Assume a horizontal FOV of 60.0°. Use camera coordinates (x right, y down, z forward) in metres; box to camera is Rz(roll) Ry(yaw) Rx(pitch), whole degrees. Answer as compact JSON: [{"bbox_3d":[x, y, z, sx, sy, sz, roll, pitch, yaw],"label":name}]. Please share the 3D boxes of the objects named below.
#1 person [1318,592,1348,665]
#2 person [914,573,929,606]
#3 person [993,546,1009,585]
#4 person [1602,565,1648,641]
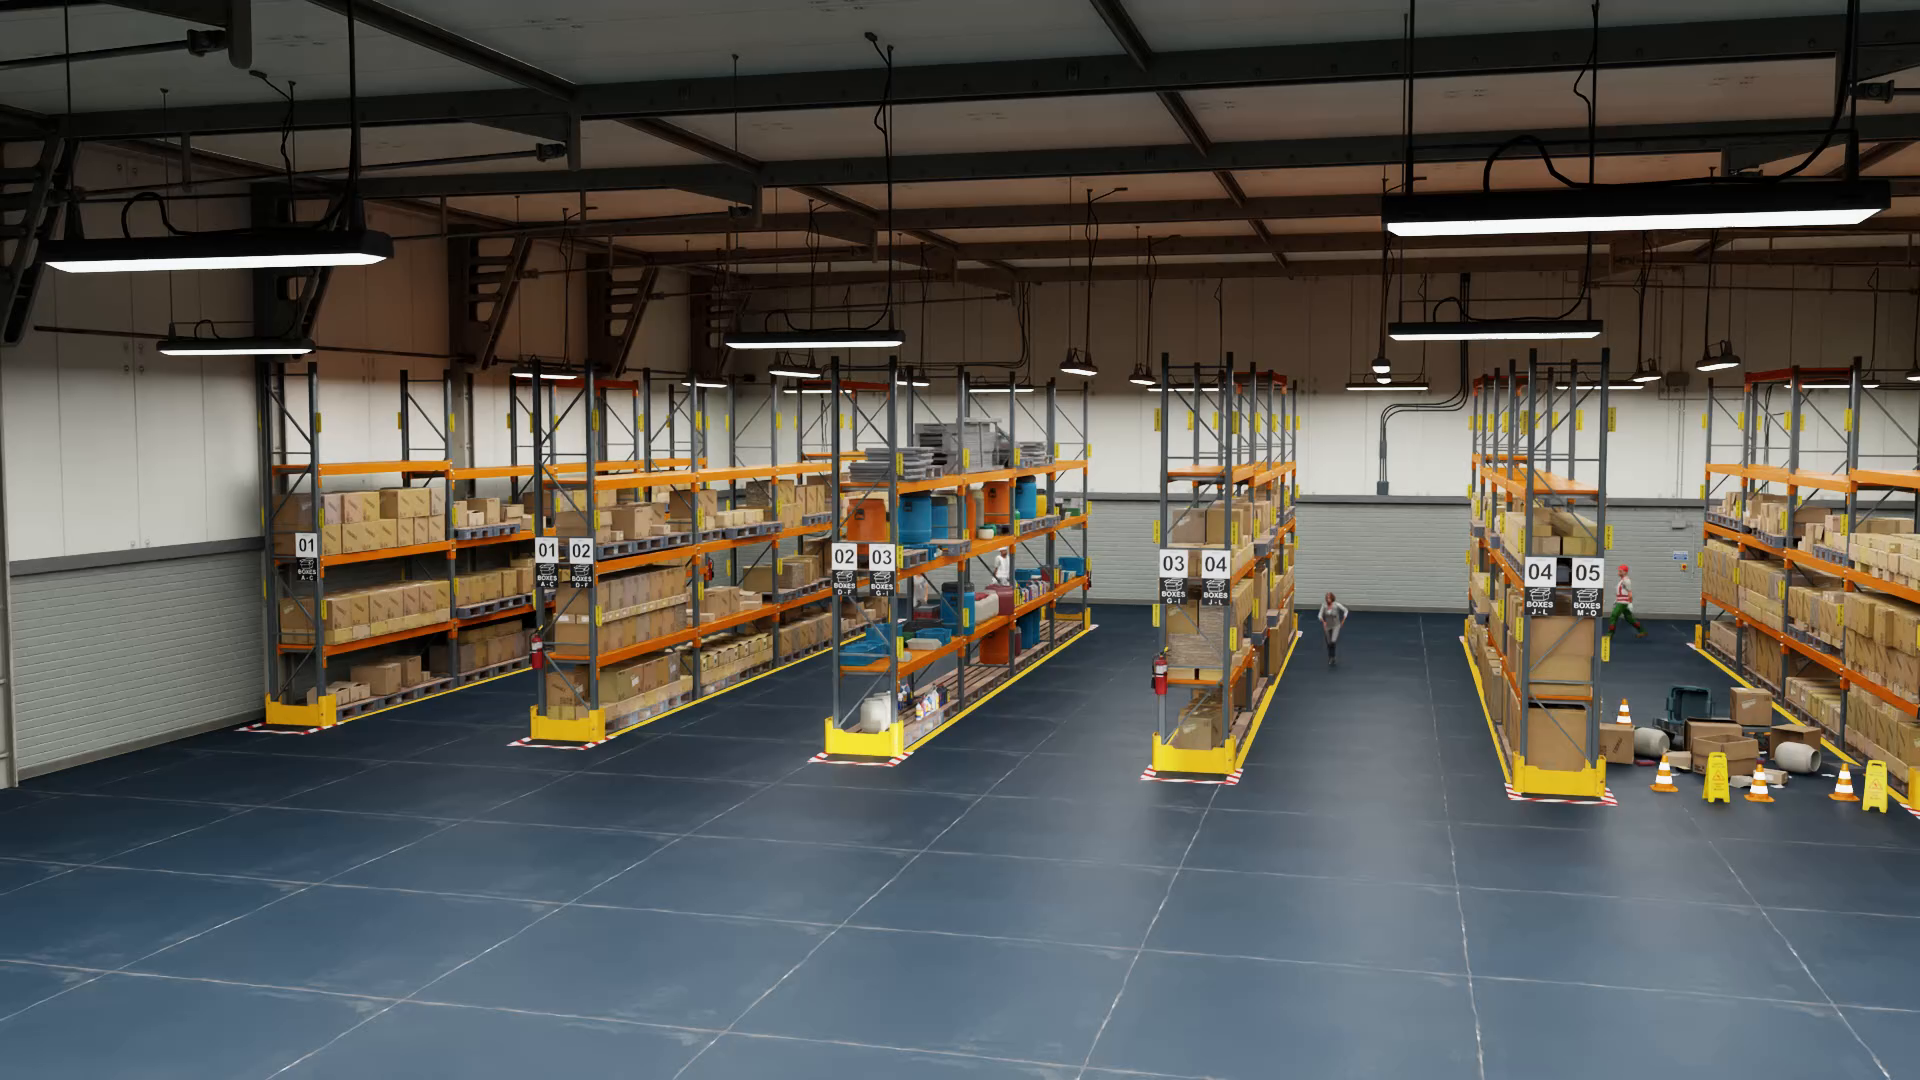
[{"bbox_3d":[7.694,1.816,34.280,0.588,1.515,0.790,2,4,22],"label":"person"},{"bbox_3d":[-0.982,1.386,39.713,0.490,1.610,1.058,1,4,12],"label":"person"},{"bbox_3d":[1.136,1.000,44.444,0.963,1.744,0.523,2,5,29],"label":"person"},{"bbox_3d":[15.254,1.441,38.196,1.075,1.748,0.507,1,4,16],"label":"person"}]
